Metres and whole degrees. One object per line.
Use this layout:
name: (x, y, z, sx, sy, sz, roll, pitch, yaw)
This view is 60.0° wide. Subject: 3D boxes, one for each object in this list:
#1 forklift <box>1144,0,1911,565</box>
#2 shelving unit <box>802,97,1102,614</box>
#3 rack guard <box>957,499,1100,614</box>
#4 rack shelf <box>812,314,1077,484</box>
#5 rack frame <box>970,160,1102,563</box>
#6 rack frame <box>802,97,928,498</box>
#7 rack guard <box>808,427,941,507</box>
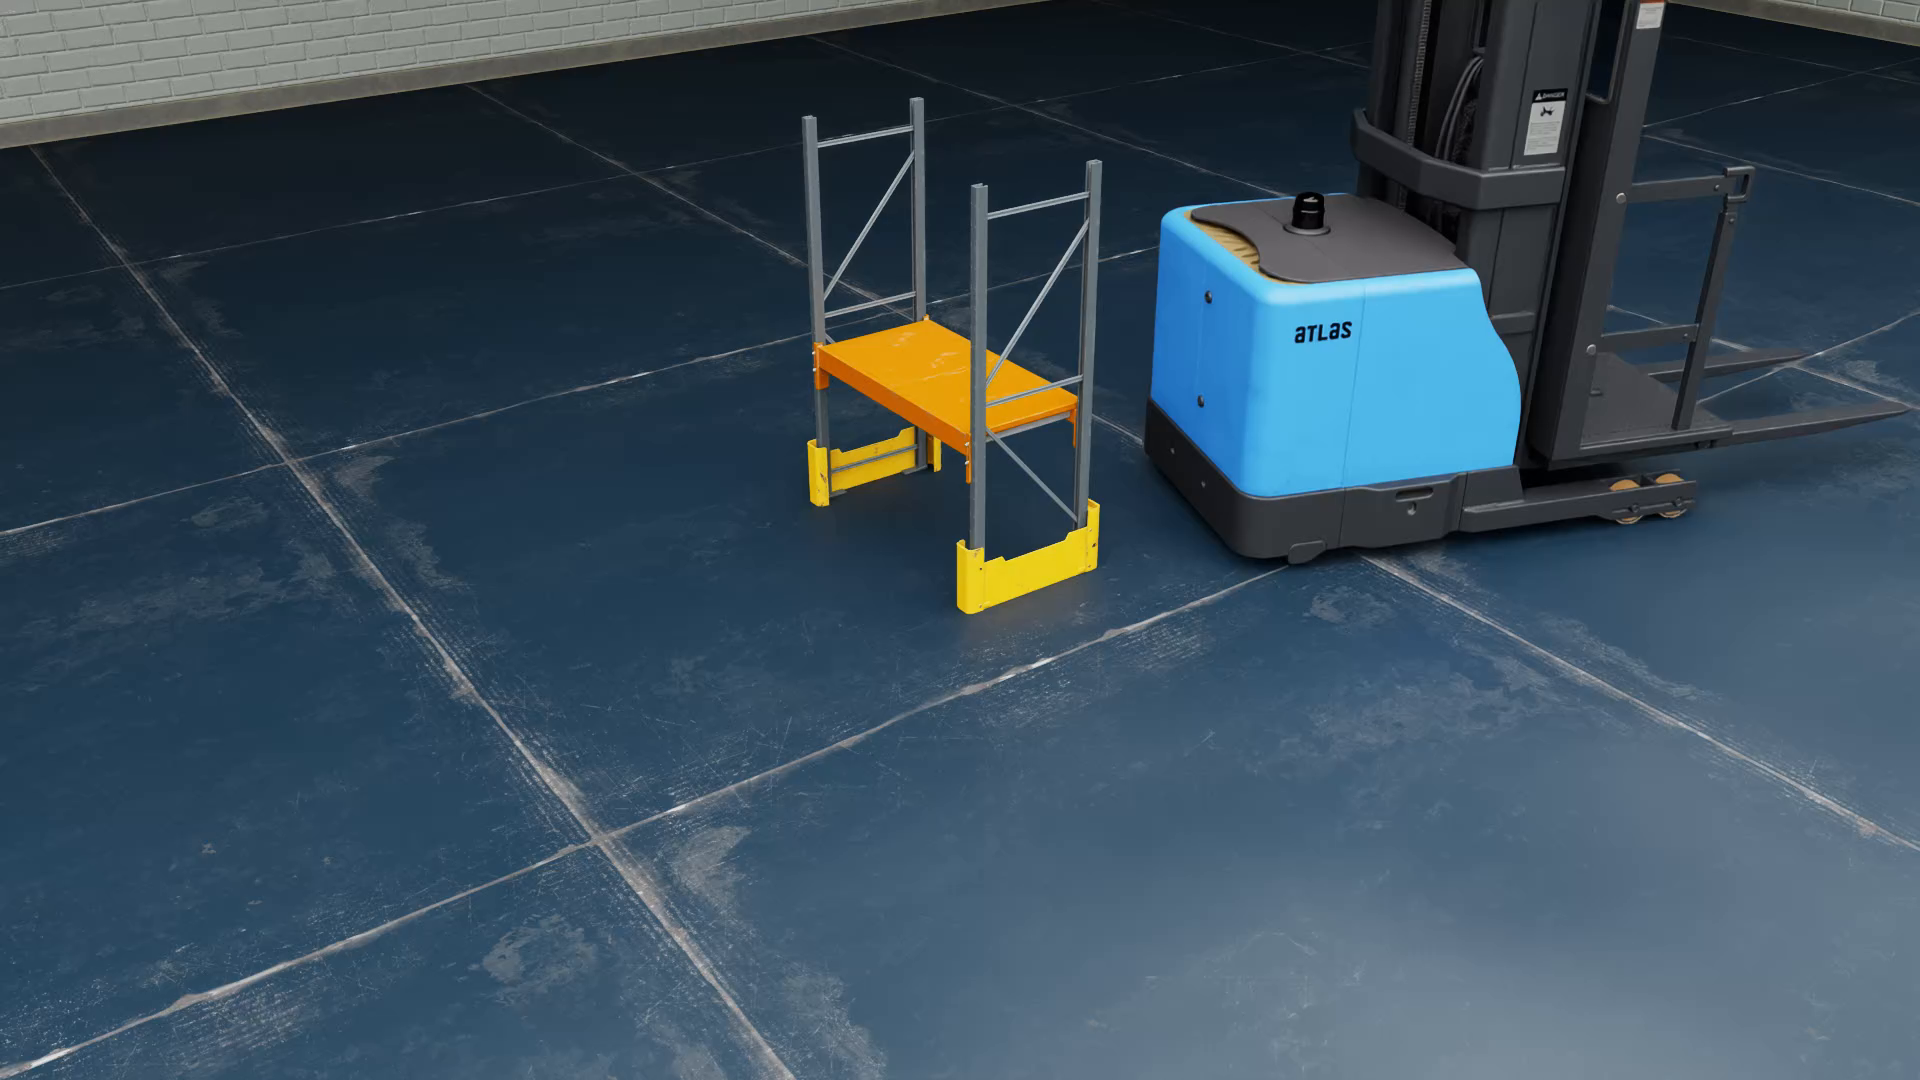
forklift: (2.325, -1.582, 6.092, 3.031, 2.935, 1.130, -8, 29, -14)
shelving unit: (-0.044, -0.689, 5.947, 0.587, 1.500, 1.083, -19, 34, -31)
rack guard: (0.245, 0.054, 5.888, 0.587, 0.250, 0.087, -19, 34, -31)
rack shelf: (-0.049, -0.534, 6.039, 0.538, 0.185, 1.000, -19, 34, -31)
rack frame: (0.245, -0.495, 5.589, 0.500, 1.500, 0.032, -19, 34, -31)
rack frame: (-0.344, -0.890, 6.317, 0.500, 1.500, 0.032, -19, 34, -31)
rack guard: (-0.333, -0.333, 6.601, 0.587, 0.250, 0.087, -19, 34, -31)
